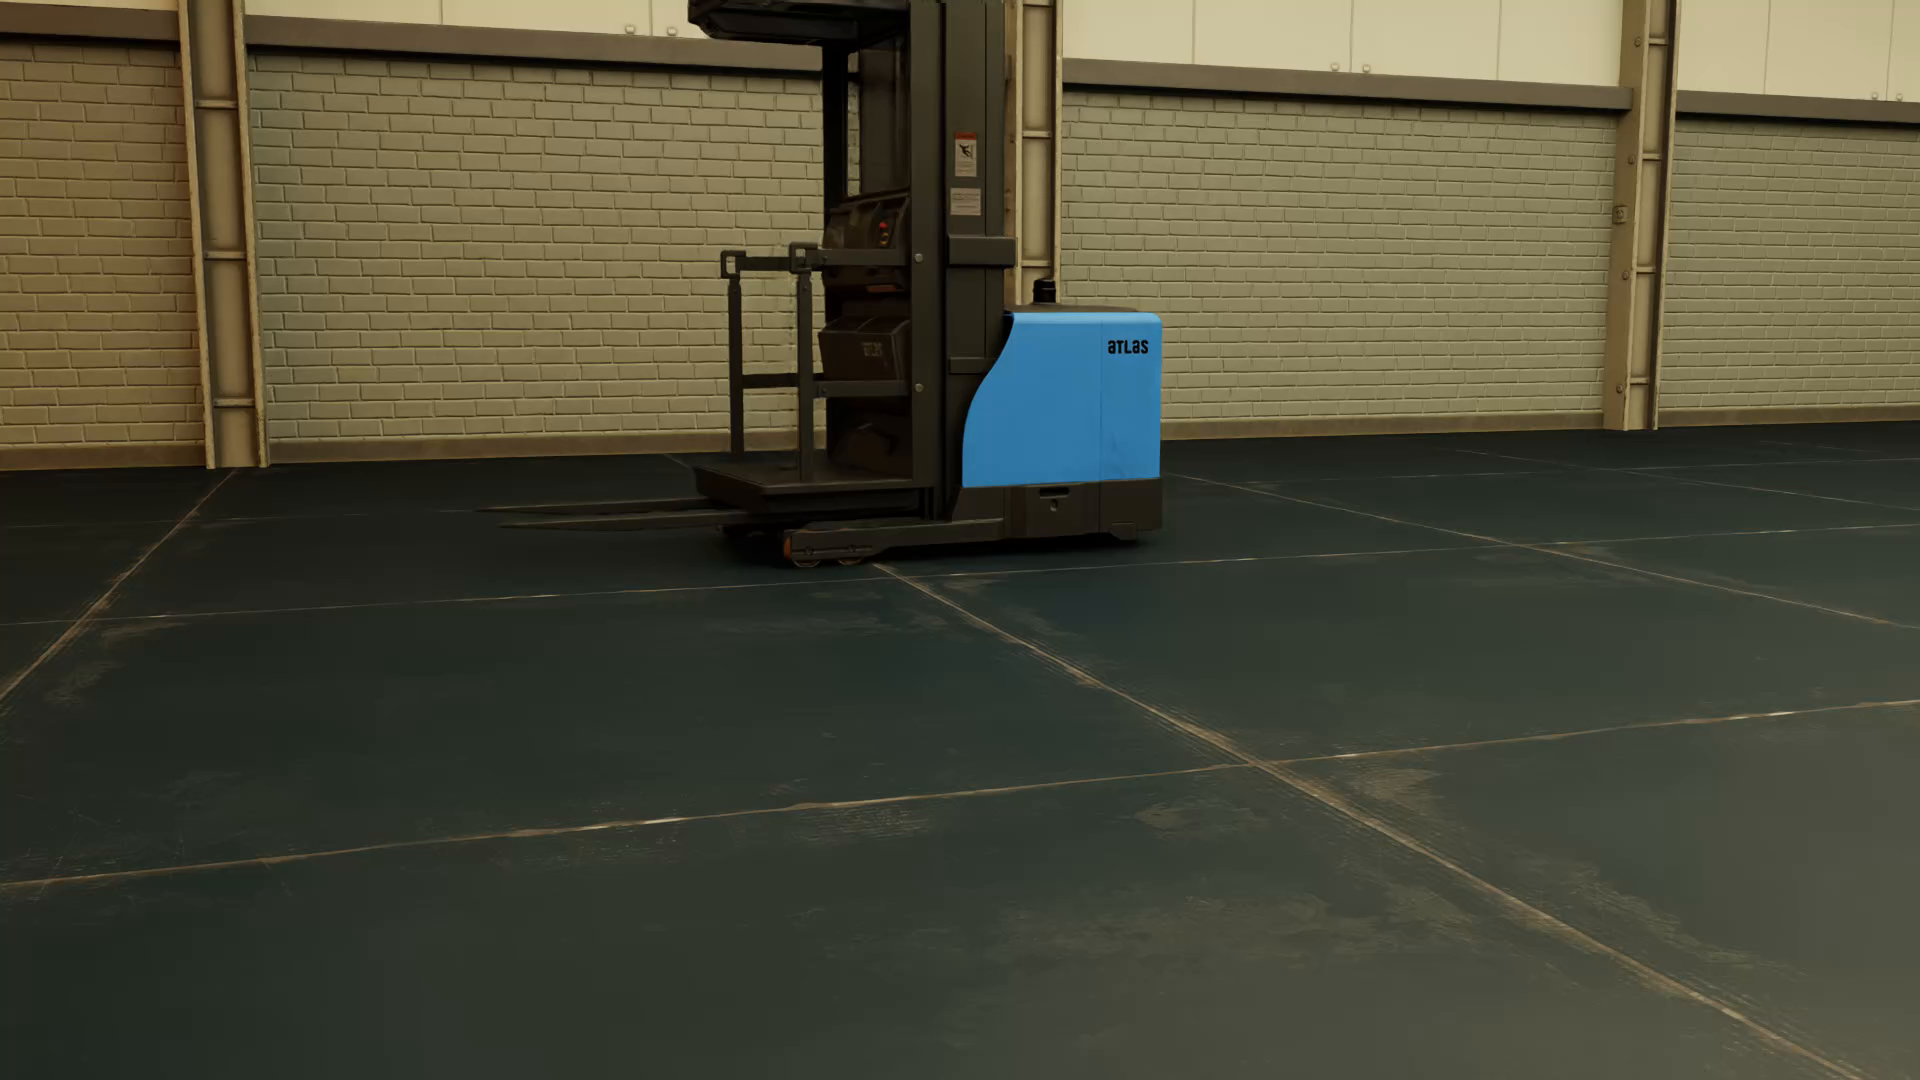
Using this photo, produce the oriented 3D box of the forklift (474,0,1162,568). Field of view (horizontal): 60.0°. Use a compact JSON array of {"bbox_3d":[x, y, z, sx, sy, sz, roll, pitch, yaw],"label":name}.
[{"bbox_3d":[-0.614,-1.412,7.432,3.031,2.935,1.130,-4,9,-24],"label":"forklift"}]
